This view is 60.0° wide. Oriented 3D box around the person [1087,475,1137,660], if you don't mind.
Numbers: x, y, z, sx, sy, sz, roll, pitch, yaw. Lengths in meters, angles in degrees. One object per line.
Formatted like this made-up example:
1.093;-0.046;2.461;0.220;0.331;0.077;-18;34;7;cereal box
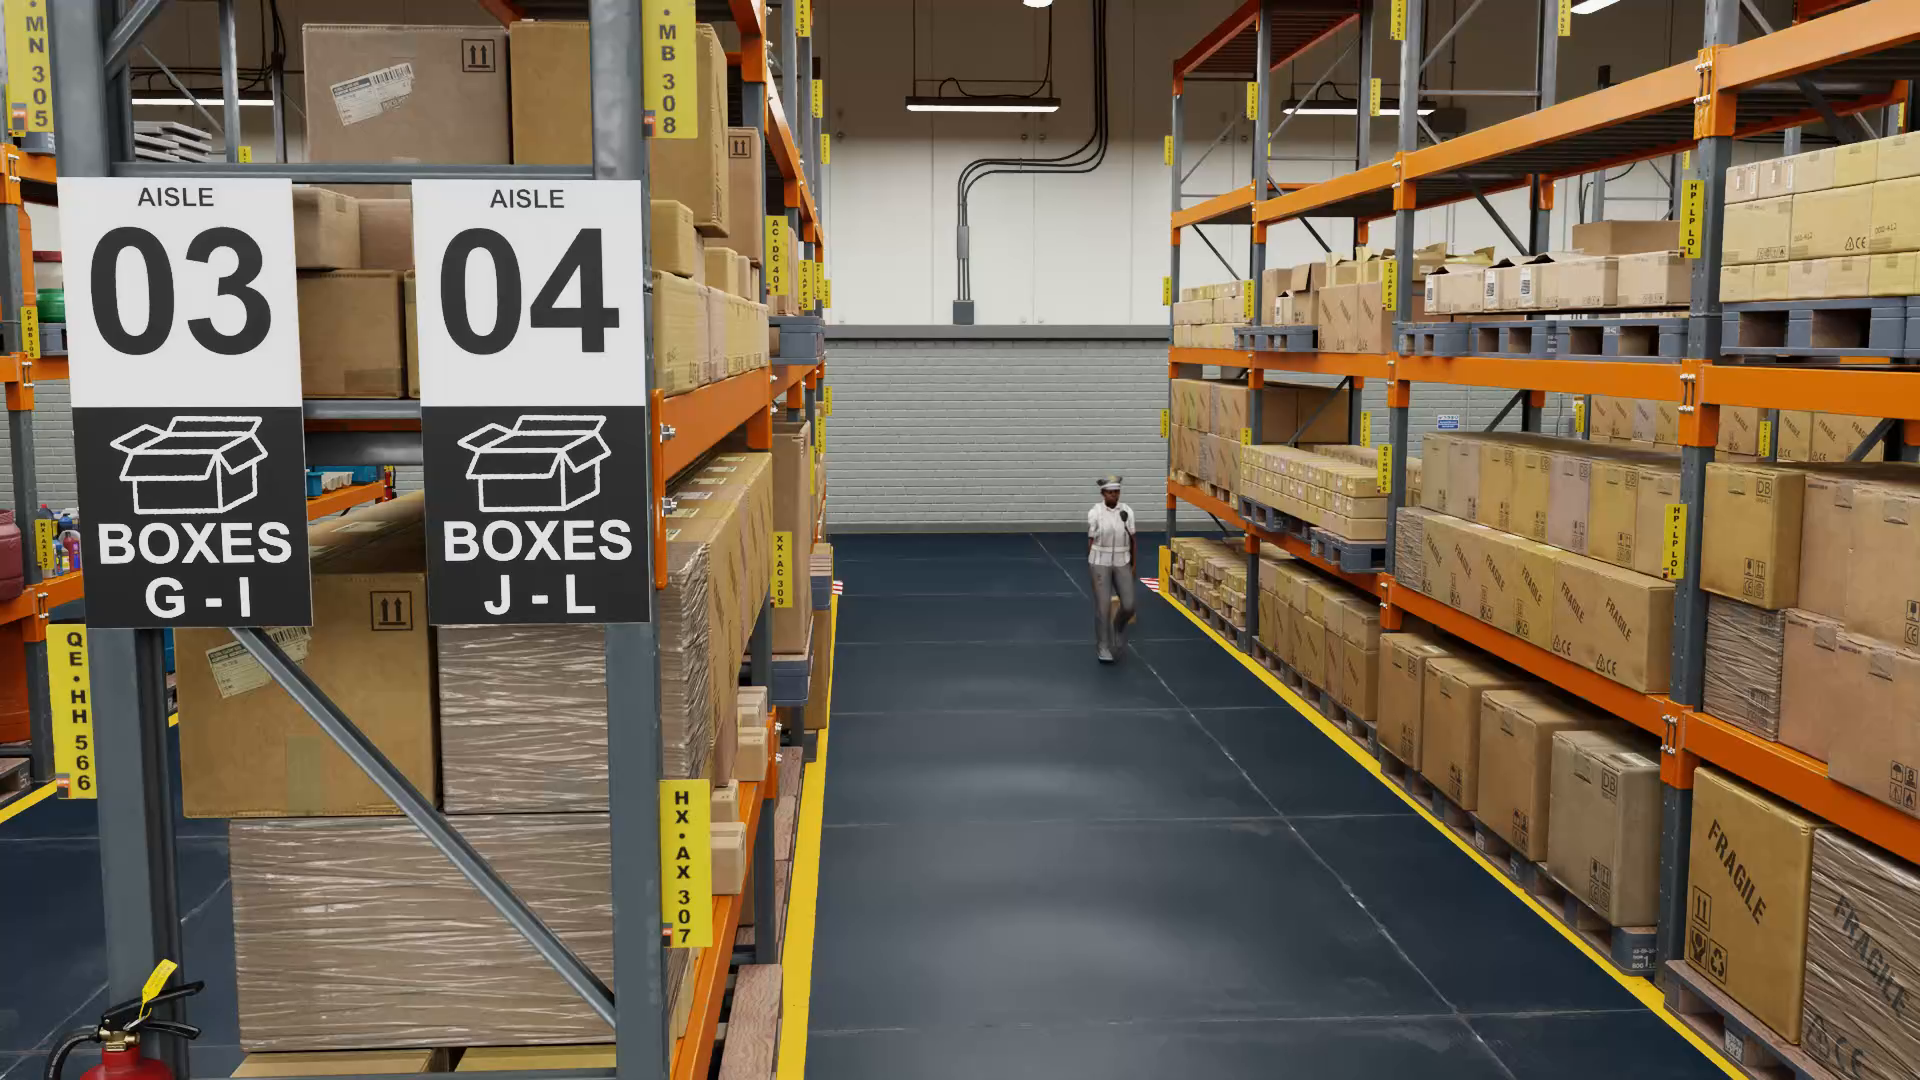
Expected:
1.370;0.234;15.071;0.459;1.677;0.487;-1;7;-5;person
